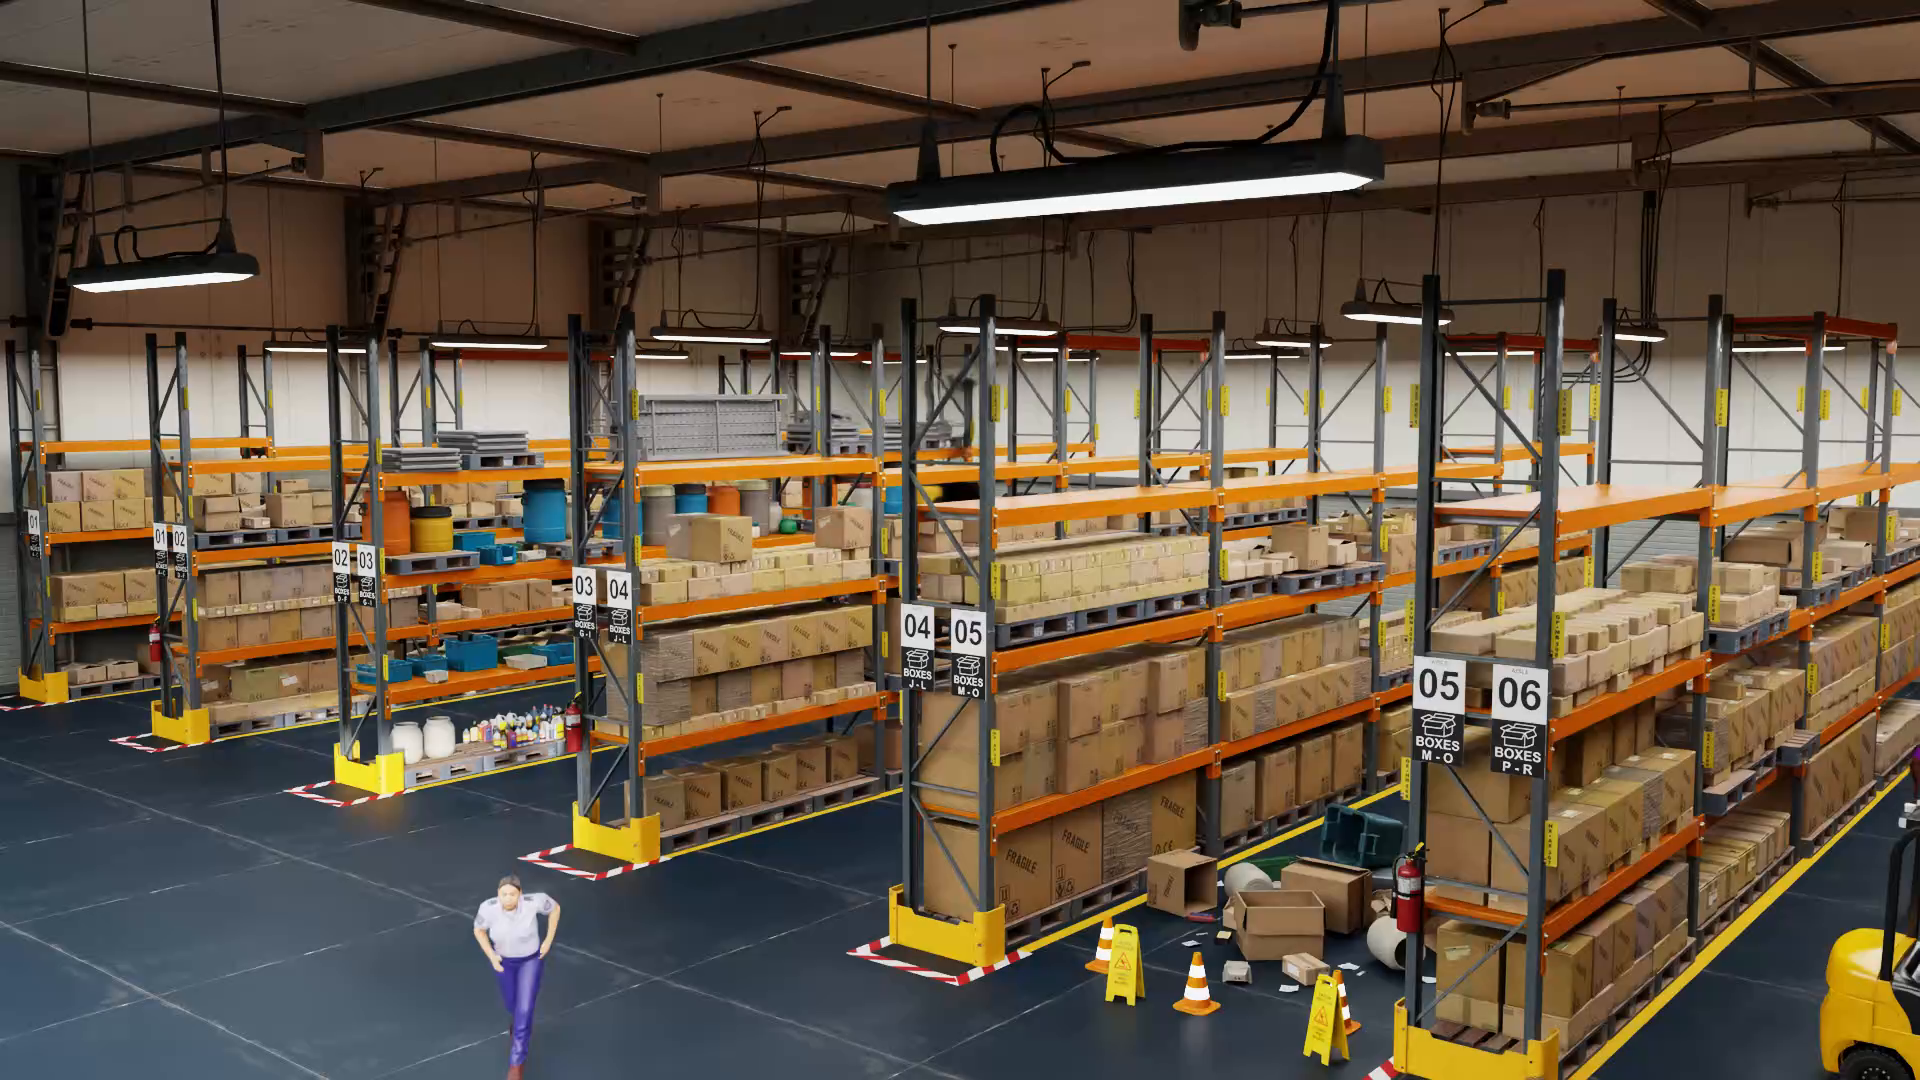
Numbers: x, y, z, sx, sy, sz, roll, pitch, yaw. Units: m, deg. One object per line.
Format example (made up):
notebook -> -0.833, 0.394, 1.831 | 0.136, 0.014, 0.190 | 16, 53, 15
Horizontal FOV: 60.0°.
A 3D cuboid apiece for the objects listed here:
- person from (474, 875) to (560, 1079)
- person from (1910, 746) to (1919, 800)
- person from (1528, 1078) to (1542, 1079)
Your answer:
person -> -3.386, 3.260, 12.778 | 0.639, 1.612, 0.973 | -1, 5, -11
person -> 10.272, 2.735, 17.302 | 0.630, 1.811, 0.827 | 4, 7, 41
person -> 3.148, 3.582, 8.929 | 0.707, 1.697, 1.007 | 3, 6, 26
